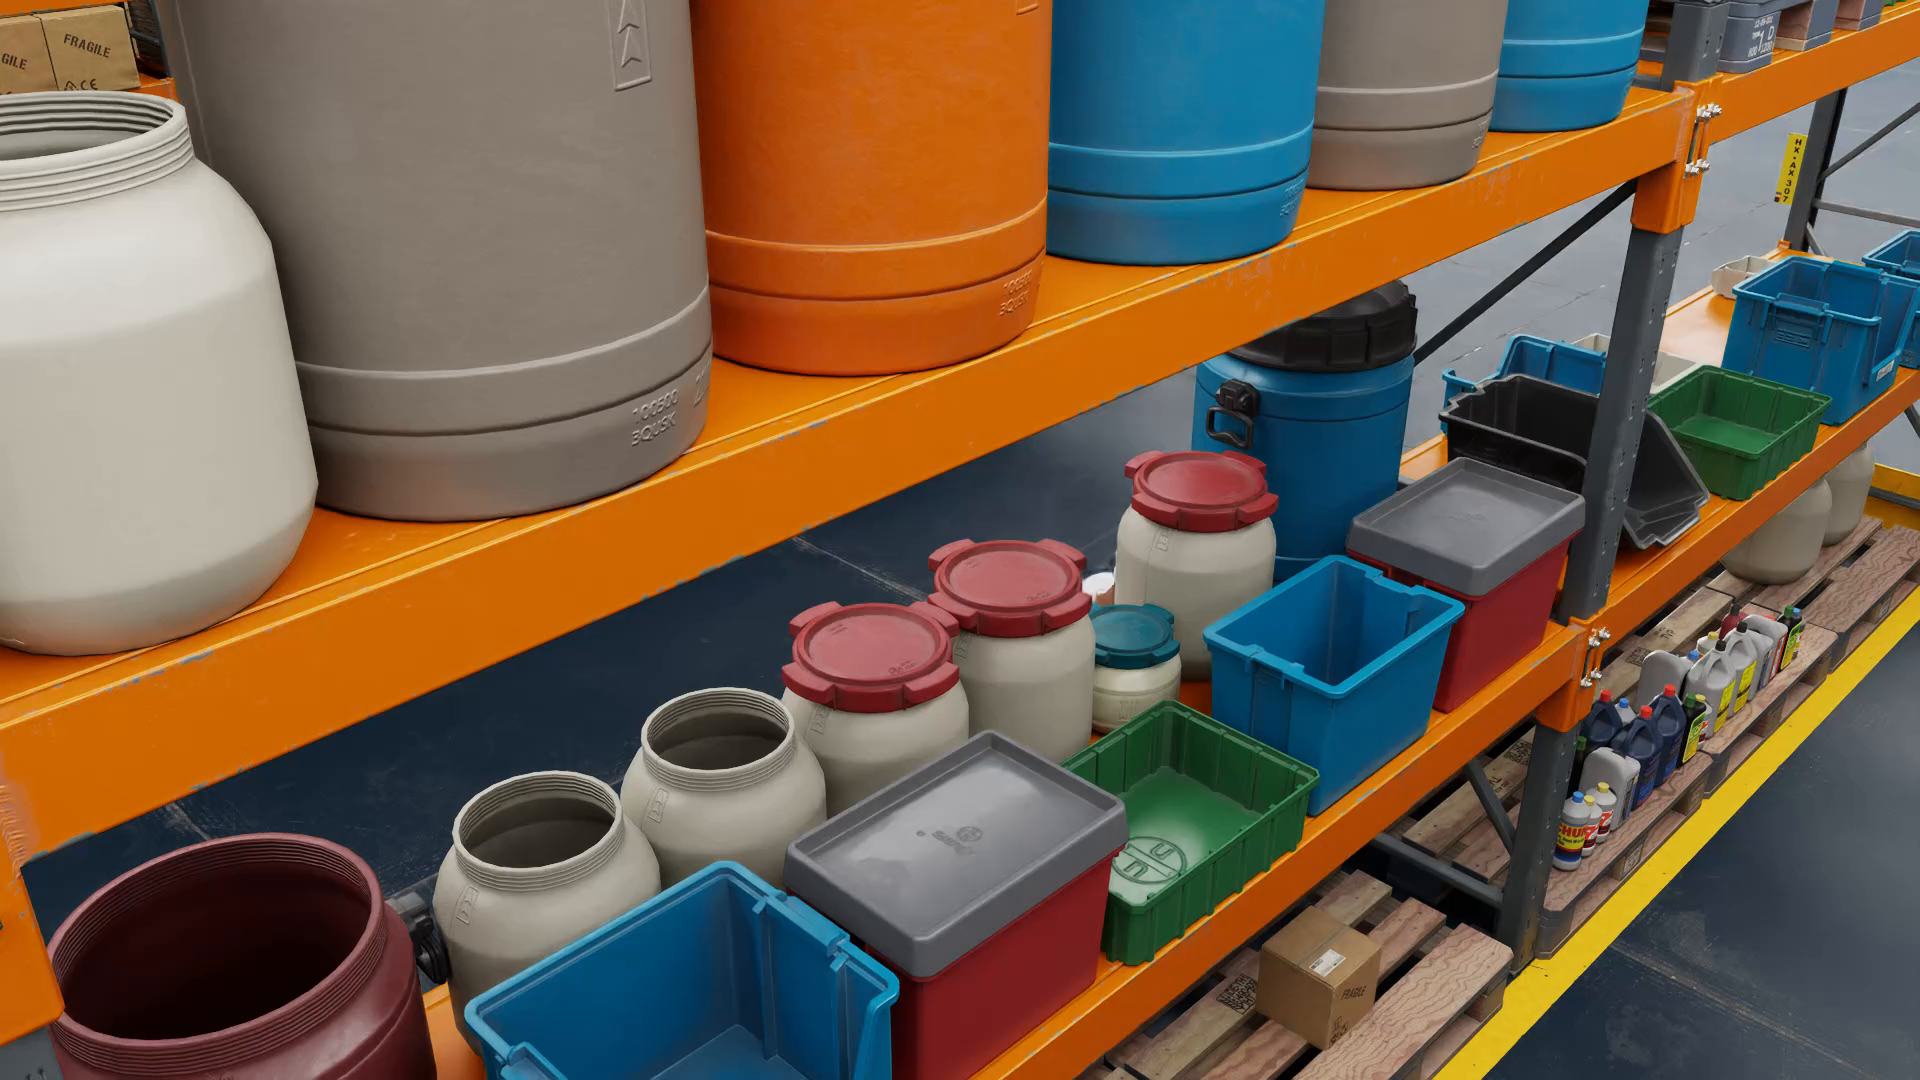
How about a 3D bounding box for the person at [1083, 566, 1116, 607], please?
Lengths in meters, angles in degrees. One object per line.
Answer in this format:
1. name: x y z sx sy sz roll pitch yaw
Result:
1. person: 0.365 0.682 5.004 0.640 1.565 0.622 15 31 26
